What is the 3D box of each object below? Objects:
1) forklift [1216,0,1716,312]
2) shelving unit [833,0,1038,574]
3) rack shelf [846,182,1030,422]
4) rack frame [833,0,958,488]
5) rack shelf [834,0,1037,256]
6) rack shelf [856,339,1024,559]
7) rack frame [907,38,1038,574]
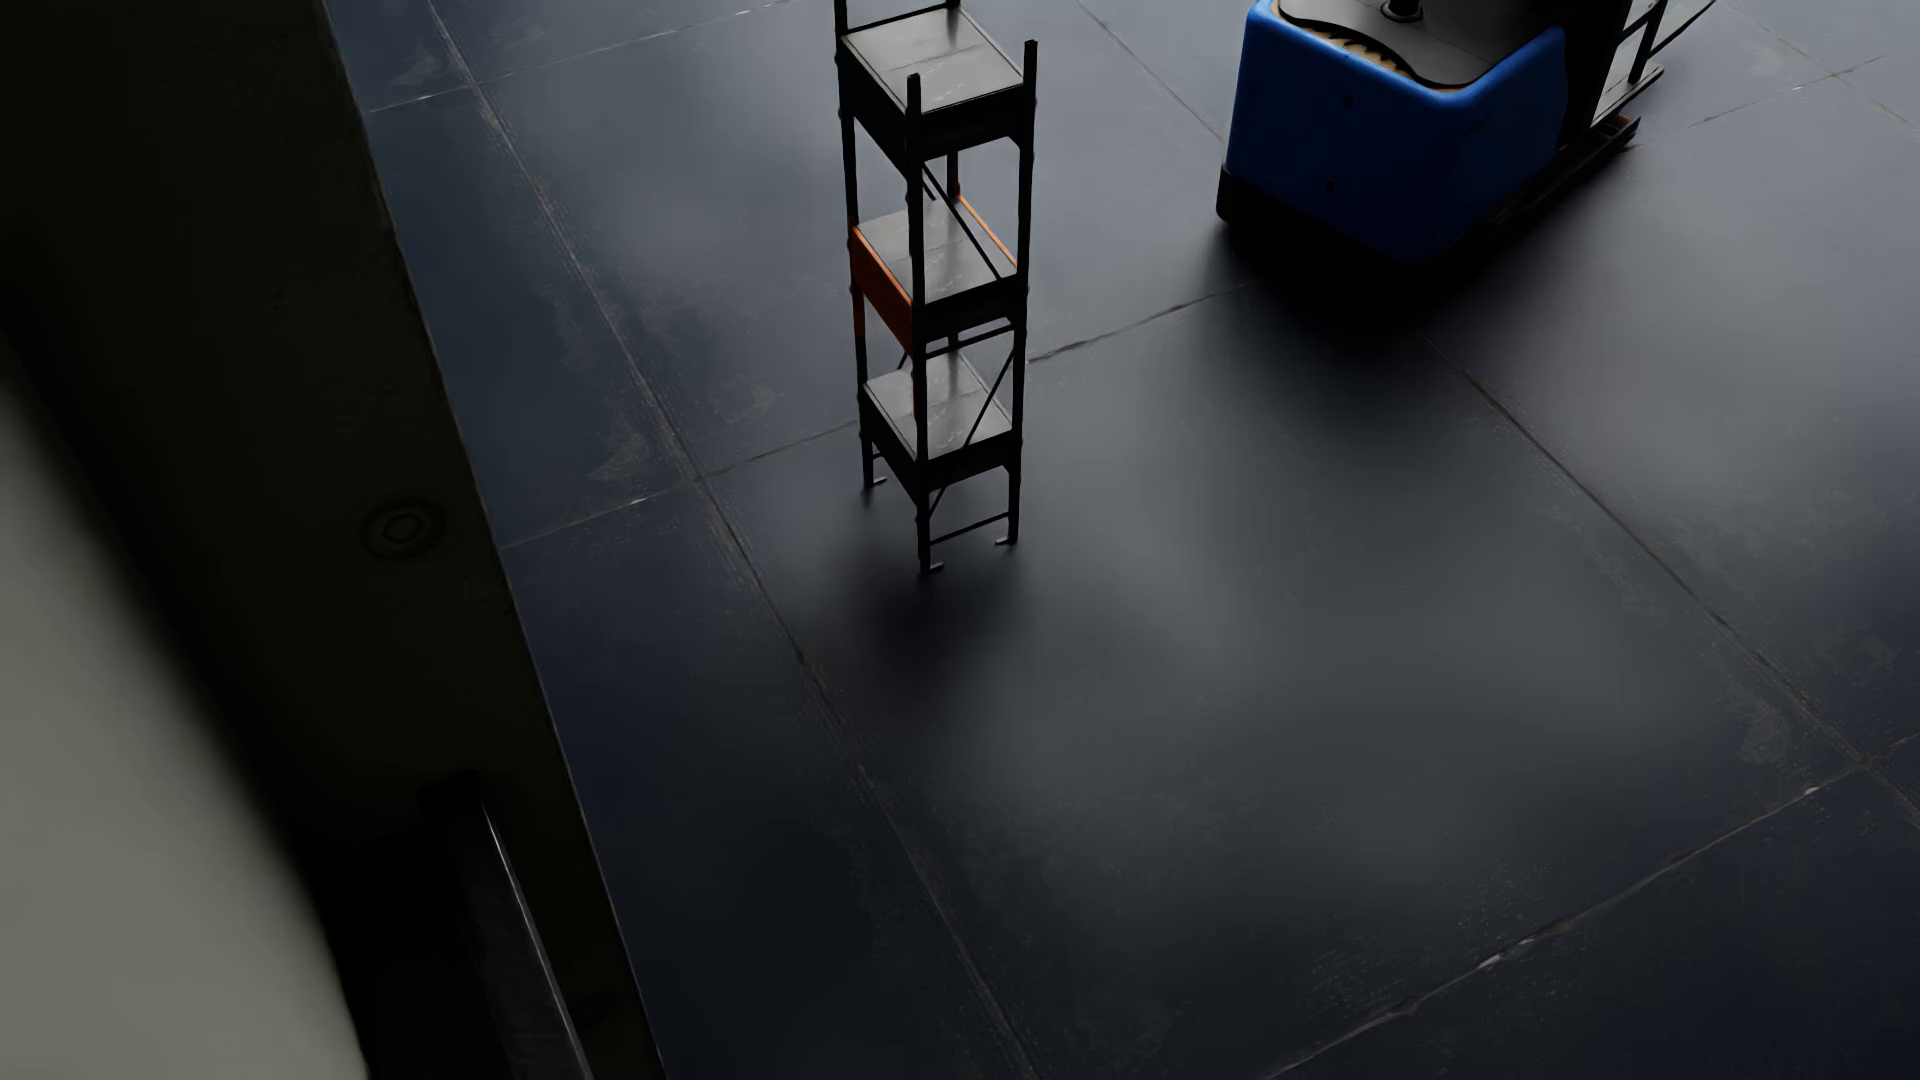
[{"bbox_3d":[2.524,-2.929,6.829,1.130,2.935,3.031,36,58,27],"label":"forklift"},{"bbox_3d":[-0.076,-0.802,5.520,0.431,2.100,0.503,-21,52,-18],"label":"shelving unit"},{"bbox_3d":[-0.076,-0.793,5.530,0.431,0.518,0.480,-21,52,-18],"label":"rack shelf"},{"bbox_3d":[-0.187,-0.965,5.663,0.400,2.100,0.015,-21,52,-18],"label":"rack frame"},{"bbox_3d":[-0.076,-1.254,5.004,0.431,0.518,0.480,-21,52,-18],"label":"rack shelf"},{"bbox_3d":[-0.076,-0.332,6.057,0.431,0.518,0.480,-21,52,-18],"label":"rack shelf"},{"bbox_3d":[0.036,-0.639,5.377,0.400,2.100,0.015,-21,52,-18],"label":"rack frame"}]
